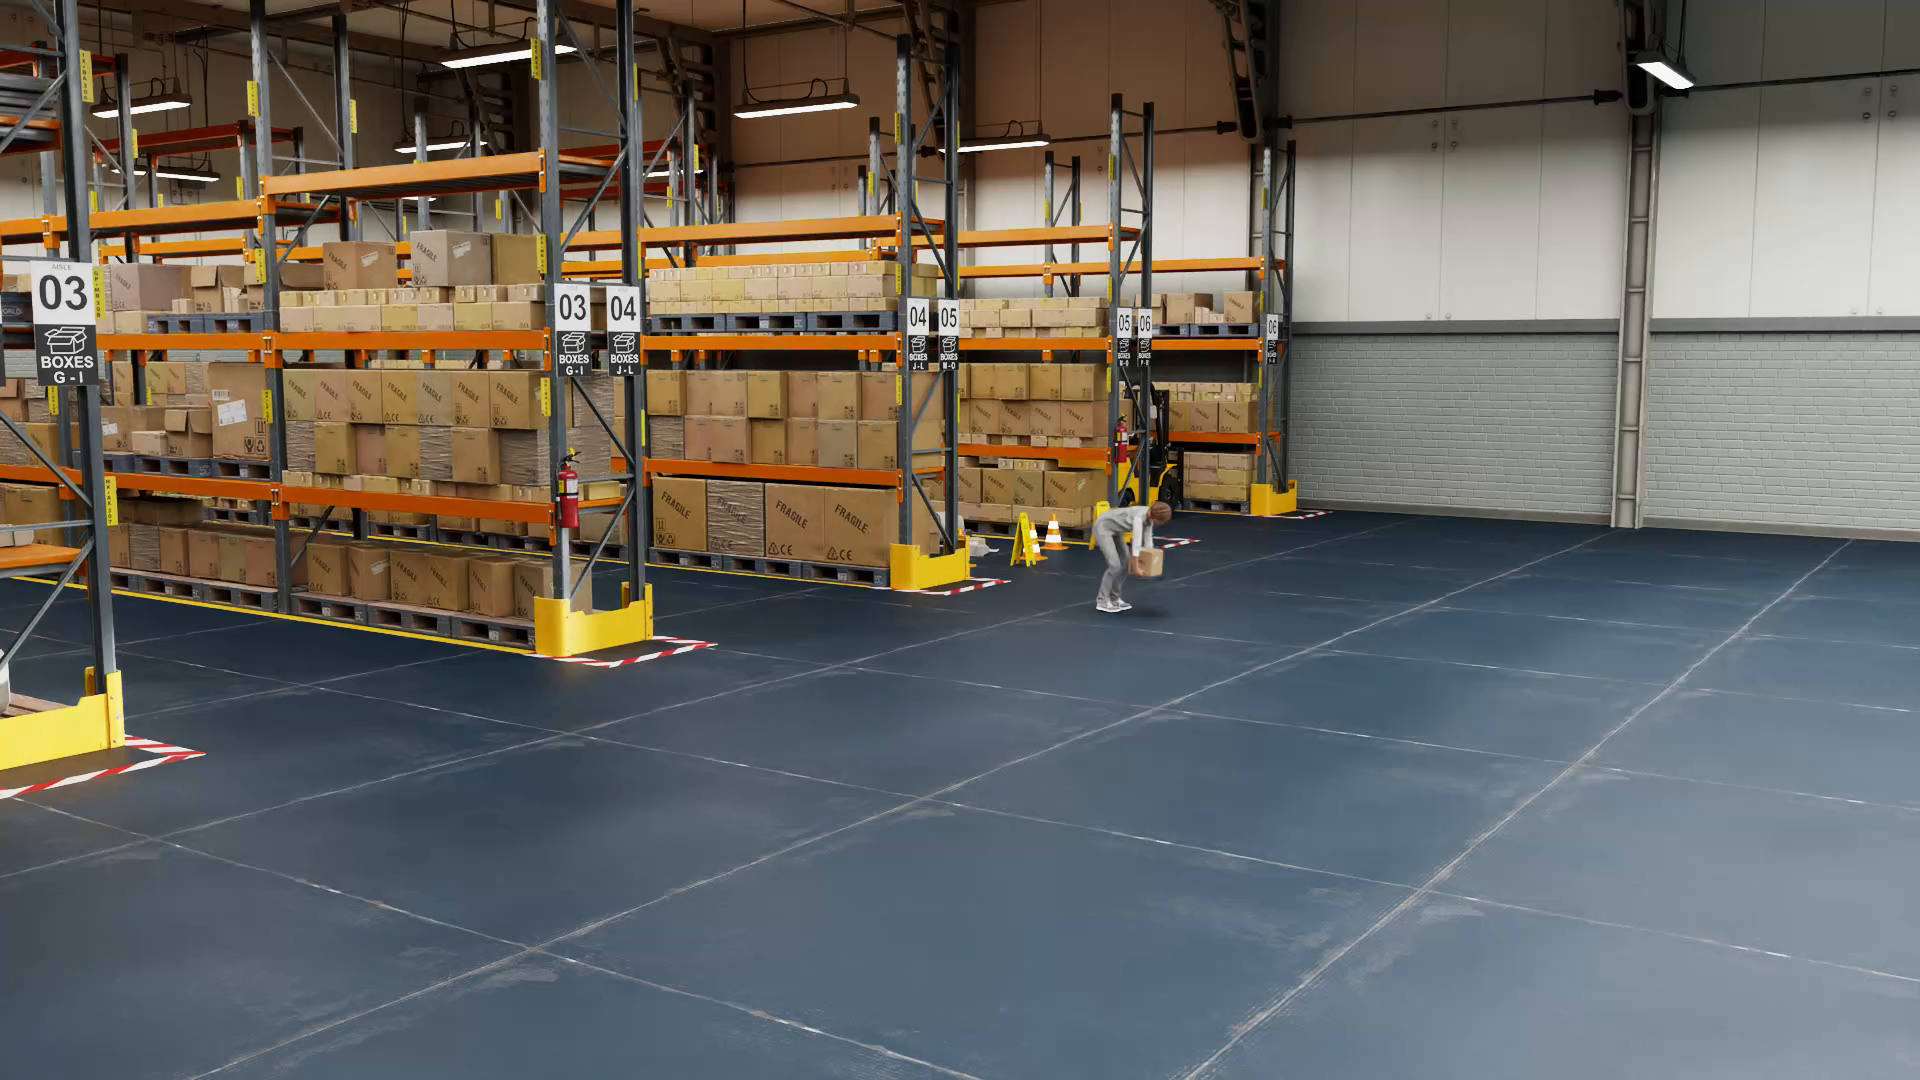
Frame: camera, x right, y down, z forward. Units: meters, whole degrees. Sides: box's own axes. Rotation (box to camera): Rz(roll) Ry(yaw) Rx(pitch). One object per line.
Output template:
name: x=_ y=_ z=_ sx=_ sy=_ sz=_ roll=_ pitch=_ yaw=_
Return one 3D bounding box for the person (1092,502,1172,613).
person: x=1.734 y=0.168 z=16.772 sx=0.848 sy=1.136 sz=0.385 roll=4 pitch=8 yaw=32
